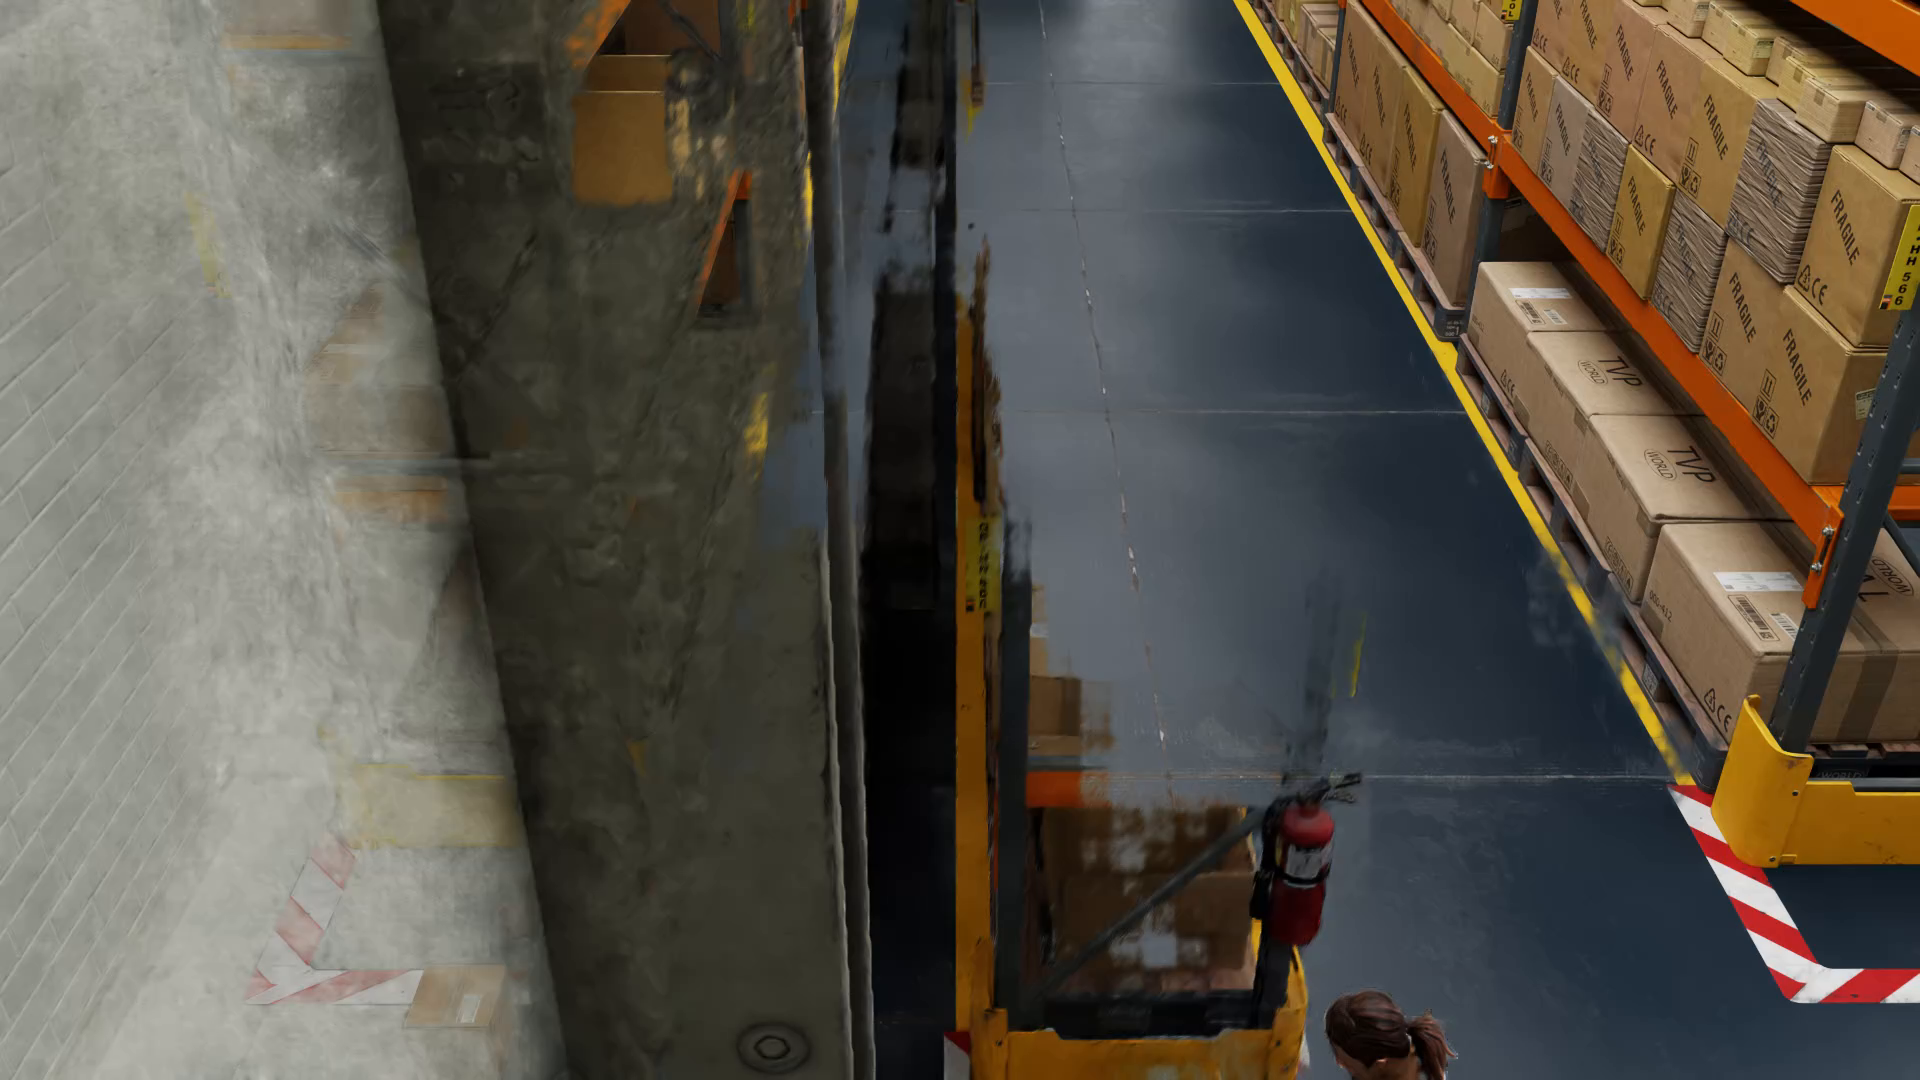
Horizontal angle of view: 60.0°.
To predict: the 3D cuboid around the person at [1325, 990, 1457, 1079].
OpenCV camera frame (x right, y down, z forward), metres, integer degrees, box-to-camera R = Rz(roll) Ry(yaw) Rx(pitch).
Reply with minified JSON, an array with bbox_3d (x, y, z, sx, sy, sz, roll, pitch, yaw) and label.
[{"bbox_3d":[-1.076,0.946,4.680,0.426,1.603,0.468,3,32,5],"label":"person"}]
